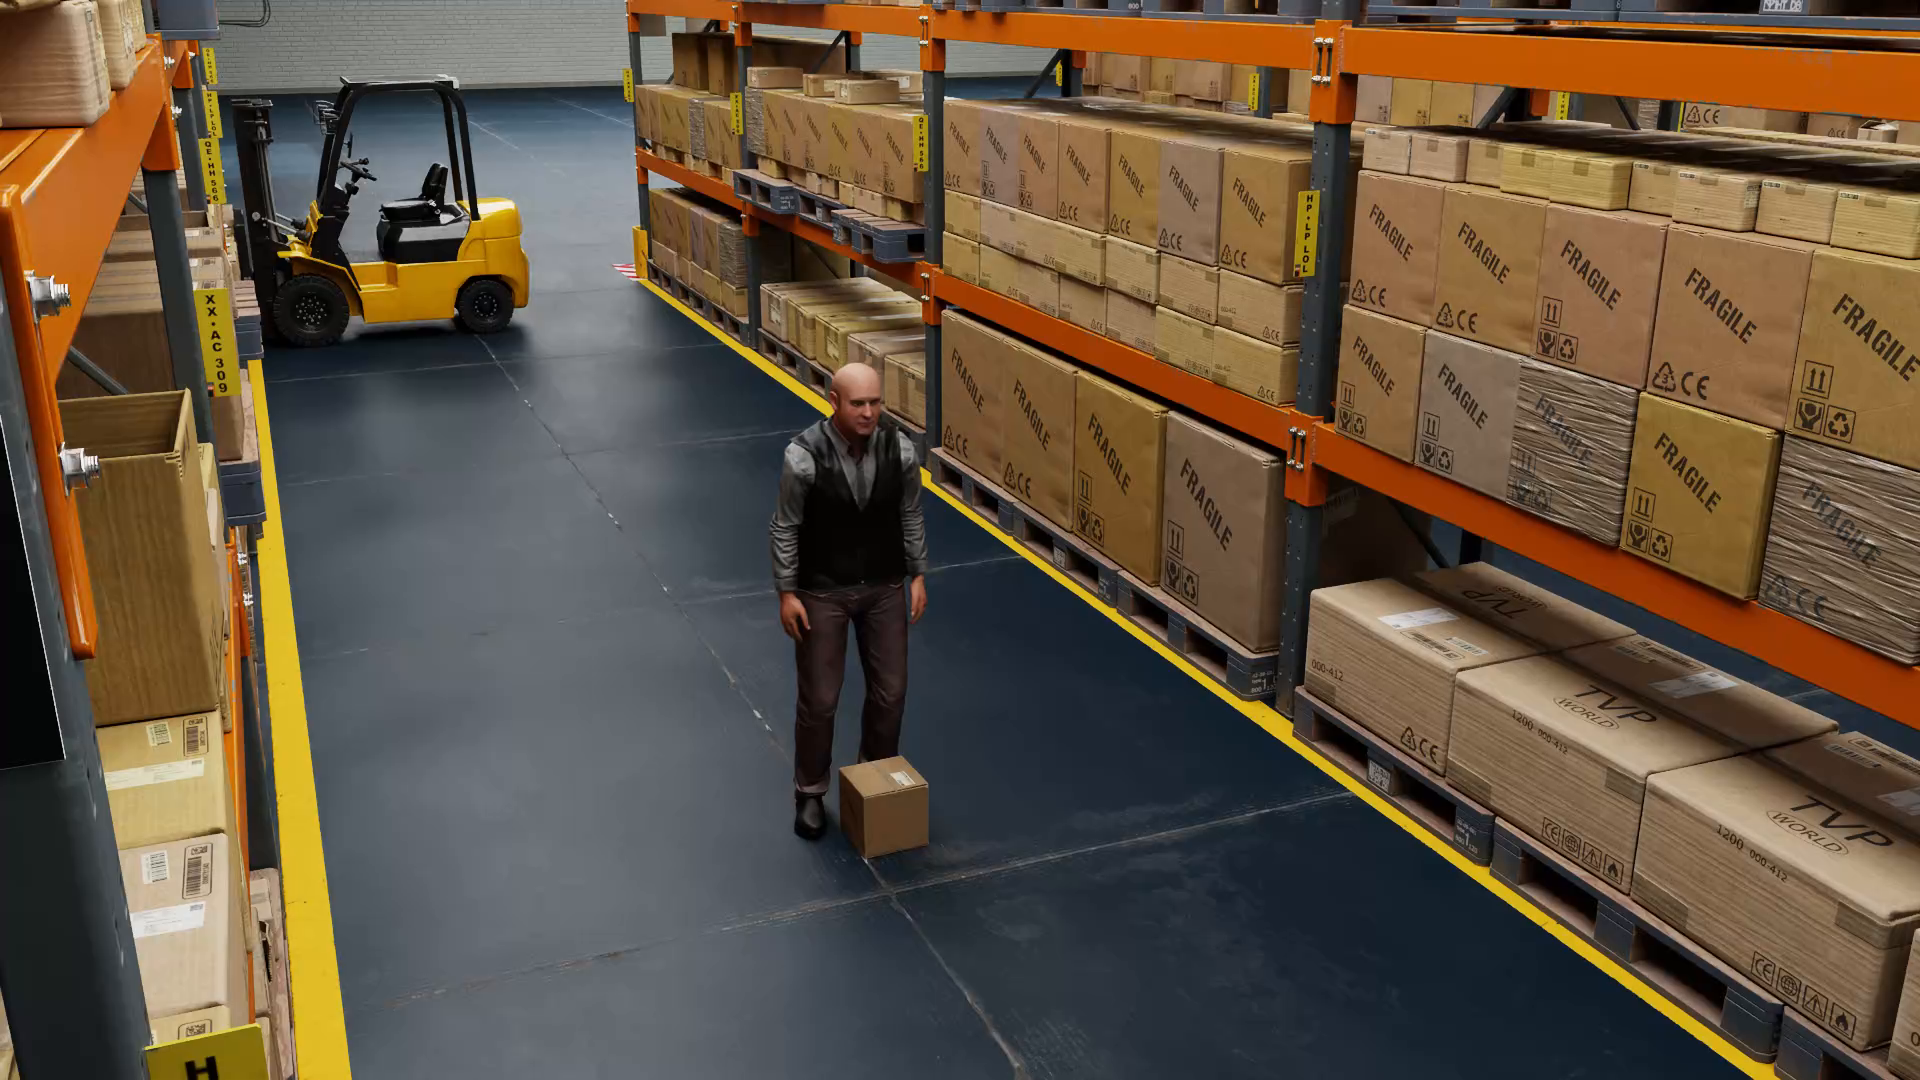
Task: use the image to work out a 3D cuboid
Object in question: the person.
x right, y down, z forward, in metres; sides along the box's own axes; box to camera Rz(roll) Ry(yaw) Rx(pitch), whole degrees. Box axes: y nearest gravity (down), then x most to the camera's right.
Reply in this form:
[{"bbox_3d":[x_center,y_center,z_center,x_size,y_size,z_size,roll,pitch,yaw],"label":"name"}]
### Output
[{"bbox_3d":[-0.390,0.197,6.017,0.581,1.721,0.370,-8,20,-22],"label":"person"}]
